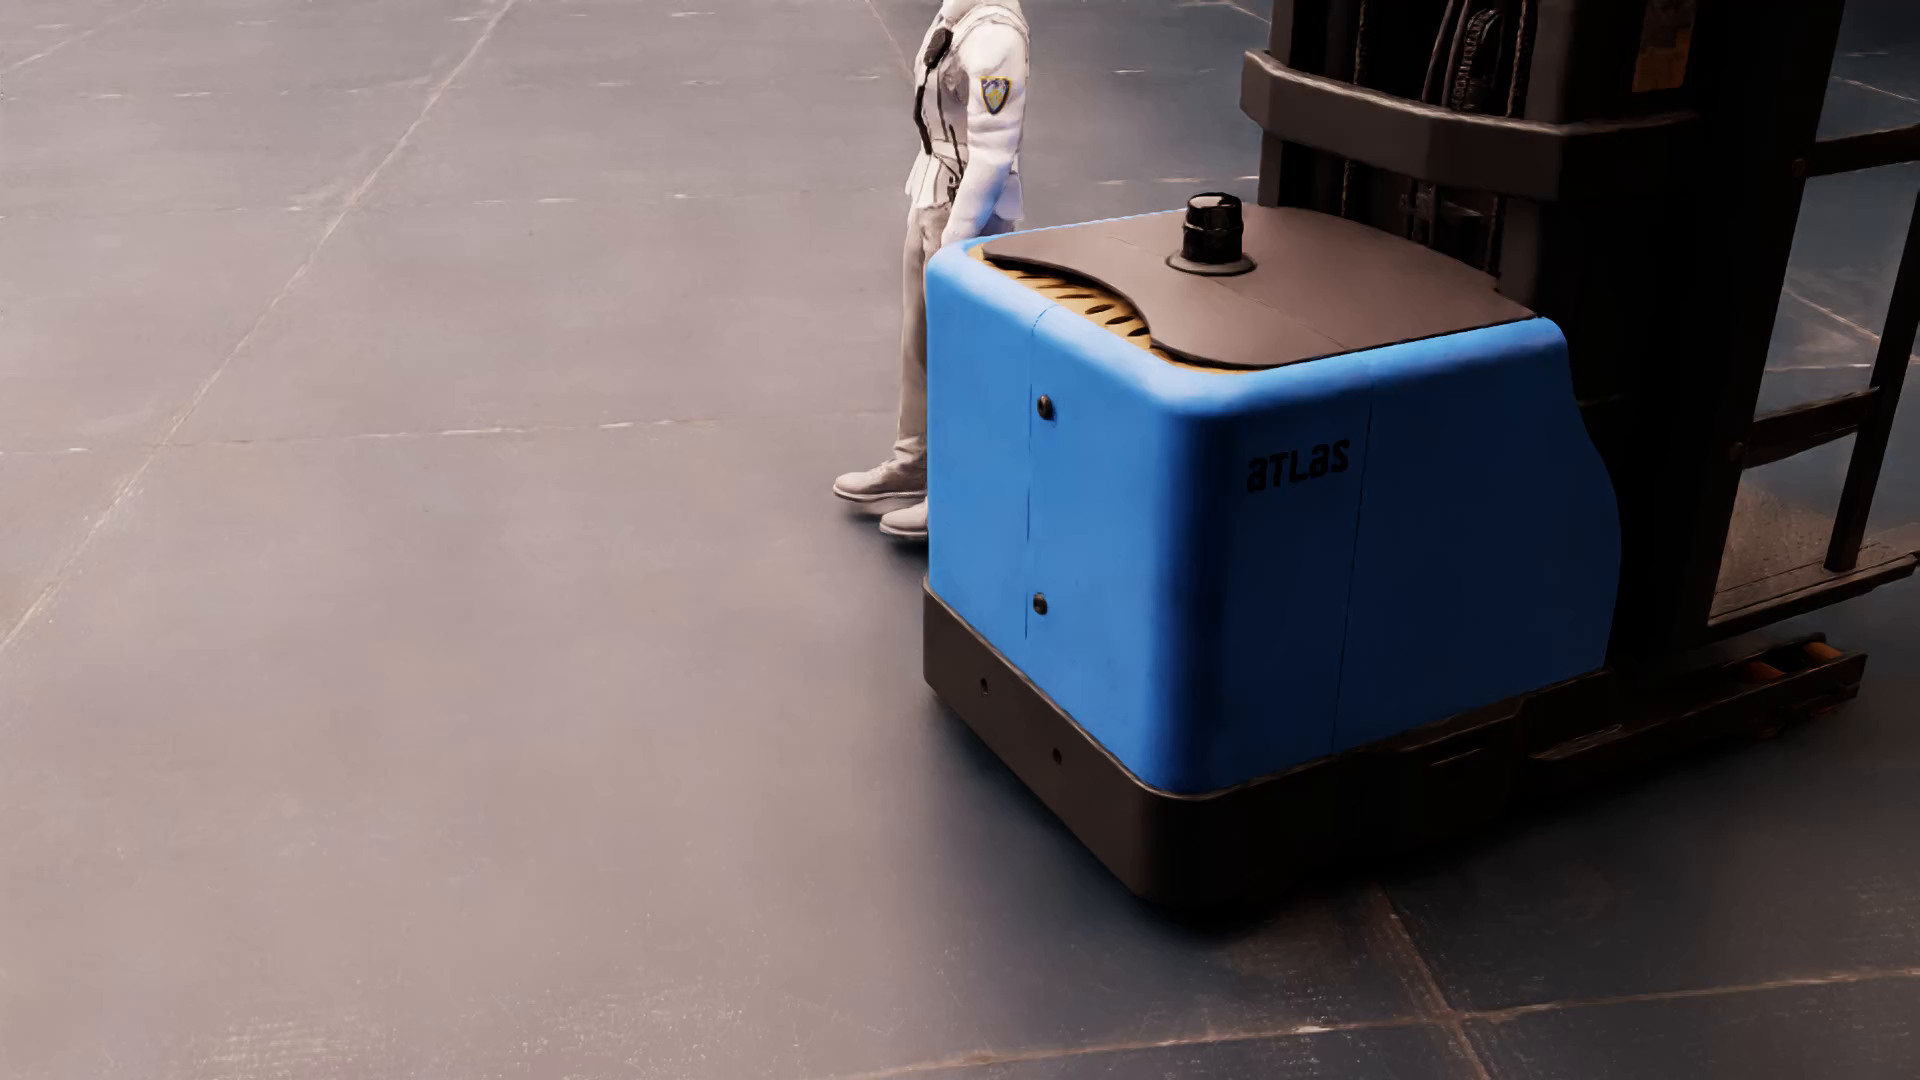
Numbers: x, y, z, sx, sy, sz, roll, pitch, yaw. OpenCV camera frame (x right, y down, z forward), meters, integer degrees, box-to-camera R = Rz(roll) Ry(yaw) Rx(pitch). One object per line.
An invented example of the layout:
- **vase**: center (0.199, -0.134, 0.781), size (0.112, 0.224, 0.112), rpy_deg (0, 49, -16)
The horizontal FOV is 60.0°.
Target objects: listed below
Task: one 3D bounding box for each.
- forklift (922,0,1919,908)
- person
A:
- **forklift**: center (1.465, -1.070, 3.451), size (3.031, 2.935, 1.130), rpy_deg (-13, 29, -25)
- **person**: center (-0.067, -0.805, 4.216), size (0.534, 1.695, 0.586), rpy_deg (-3, 26, -7)
